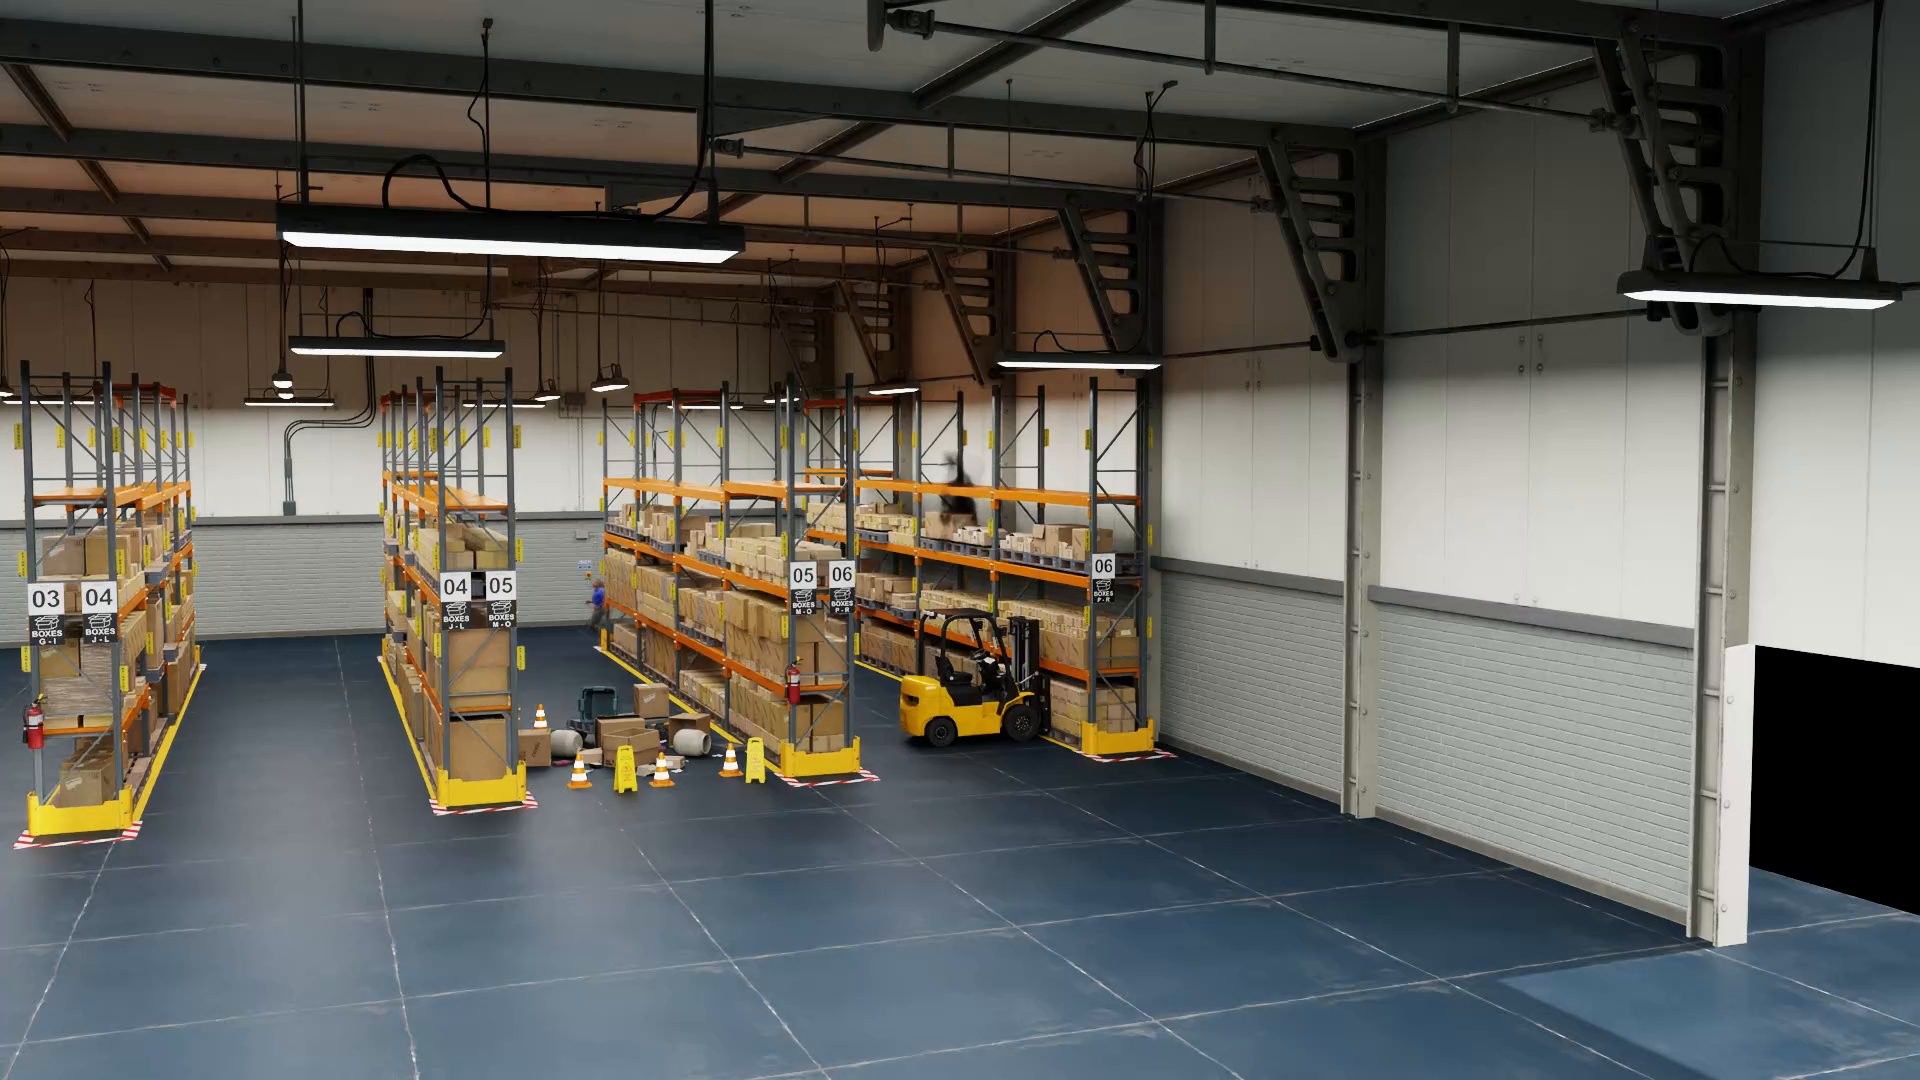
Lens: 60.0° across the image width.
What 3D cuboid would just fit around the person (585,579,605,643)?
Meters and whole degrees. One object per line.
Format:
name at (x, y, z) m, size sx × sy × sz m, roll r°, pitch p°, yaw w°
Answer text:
person at (-8.904, 1.755, 40.765) m, size 0.577 × 1.605 × 0.595 m, roll -1°, pitch 4°, yaw -15°

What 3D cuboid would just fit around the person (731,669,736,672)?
person at (-4.809, 2.002, 35.696) m, size 0.676 × 1.727 × 0.699 m, roll -2°, pitch 4°, yaw -24°
